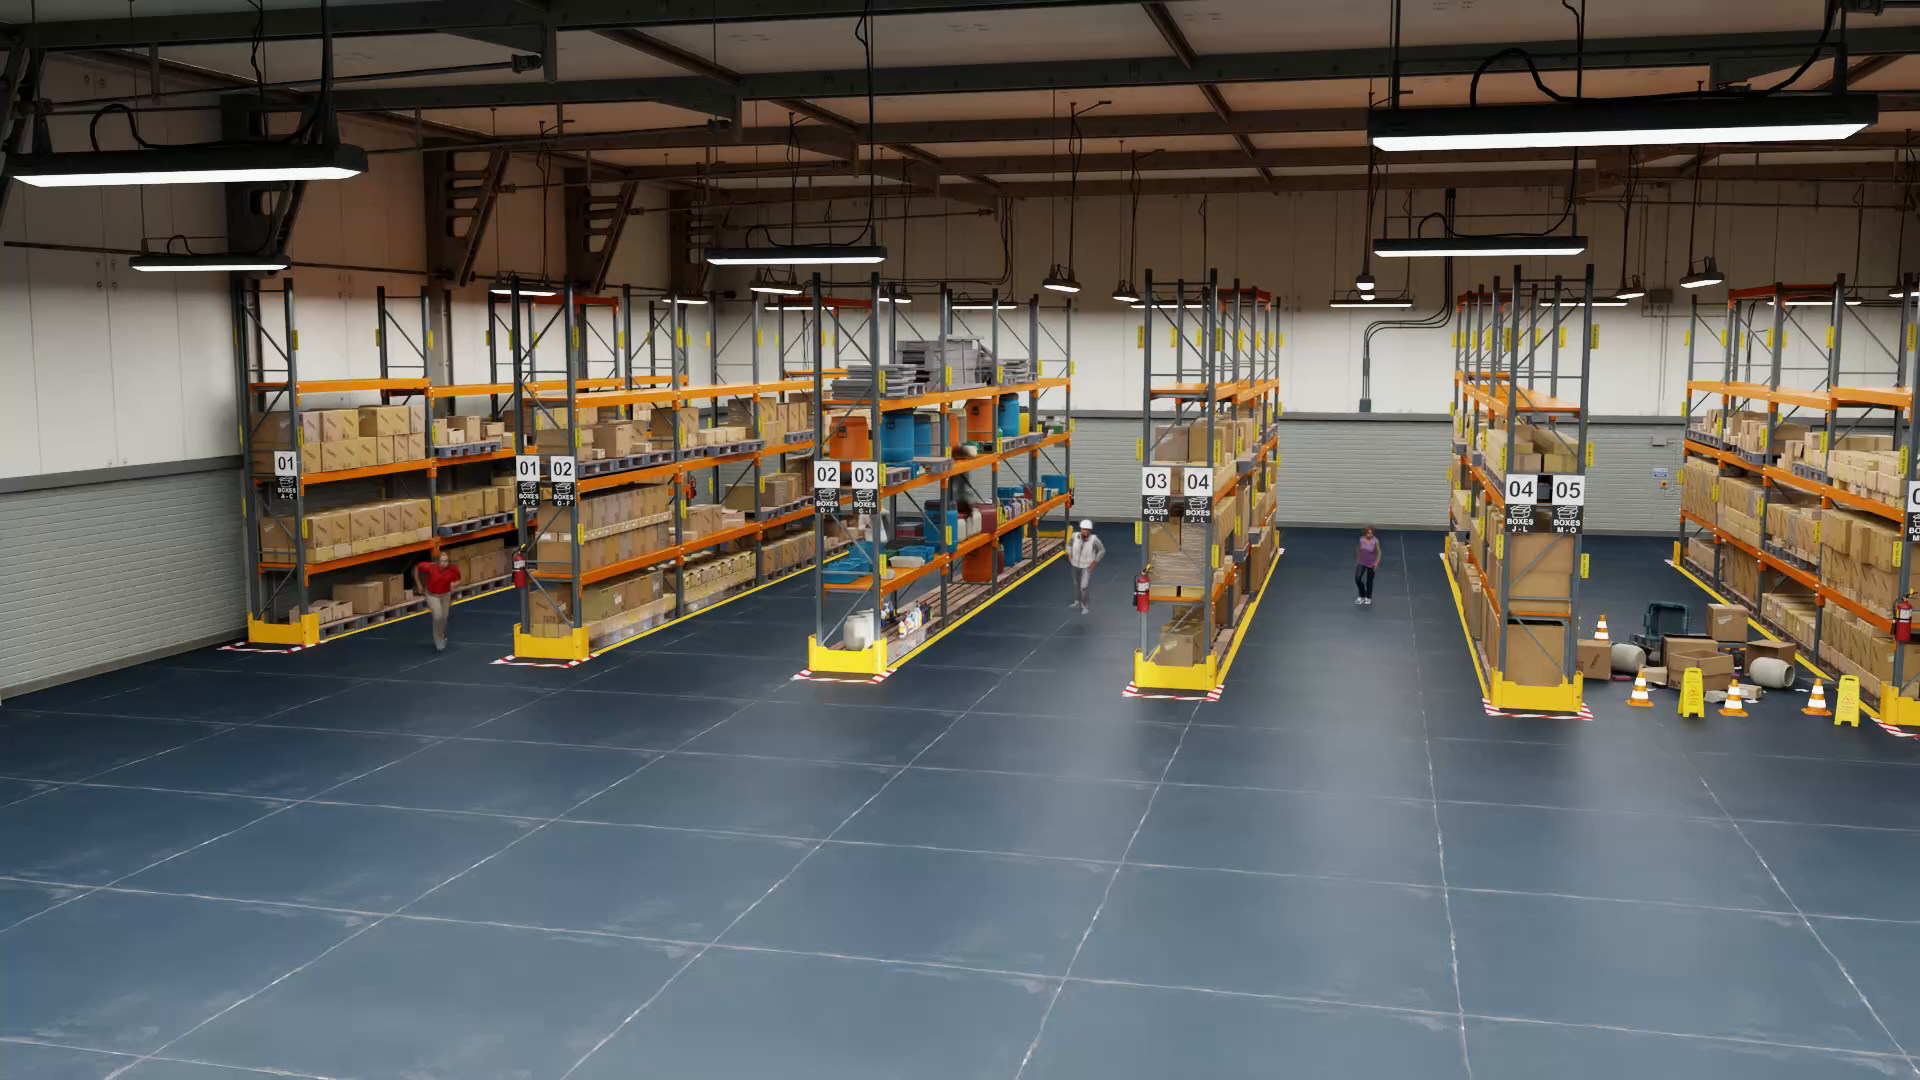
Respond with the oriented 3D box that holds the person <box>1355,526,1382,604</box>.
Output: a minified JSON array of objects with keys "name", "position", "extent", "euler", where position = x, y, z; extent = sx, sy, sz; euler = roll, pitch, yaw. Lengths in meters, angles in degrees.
[{"name":"person","position":[7.697,0.474,31.333],"extent":[0.527,1.530,0.728],"euler":[3,8,24]}]

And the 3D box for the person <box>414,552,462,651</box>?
[{"name":"person","position":[-8.500,0.997,27.078],"extent":[0.710,1.676,1.018],"euler":[-4,8,-31]}]

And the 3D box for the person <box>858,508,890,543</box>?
[{"name":"person","position":[-1.844,-0.065,36.193],"extent":[0.724,1.453,1.054],"euler":[0,7,-3]}]

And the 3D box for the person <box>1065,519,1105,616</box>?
[{"name":"person","position":[2.154,0.453,28.927],"extent":[0.733,1.690,0.780],"euler":[4,8,29]}]
